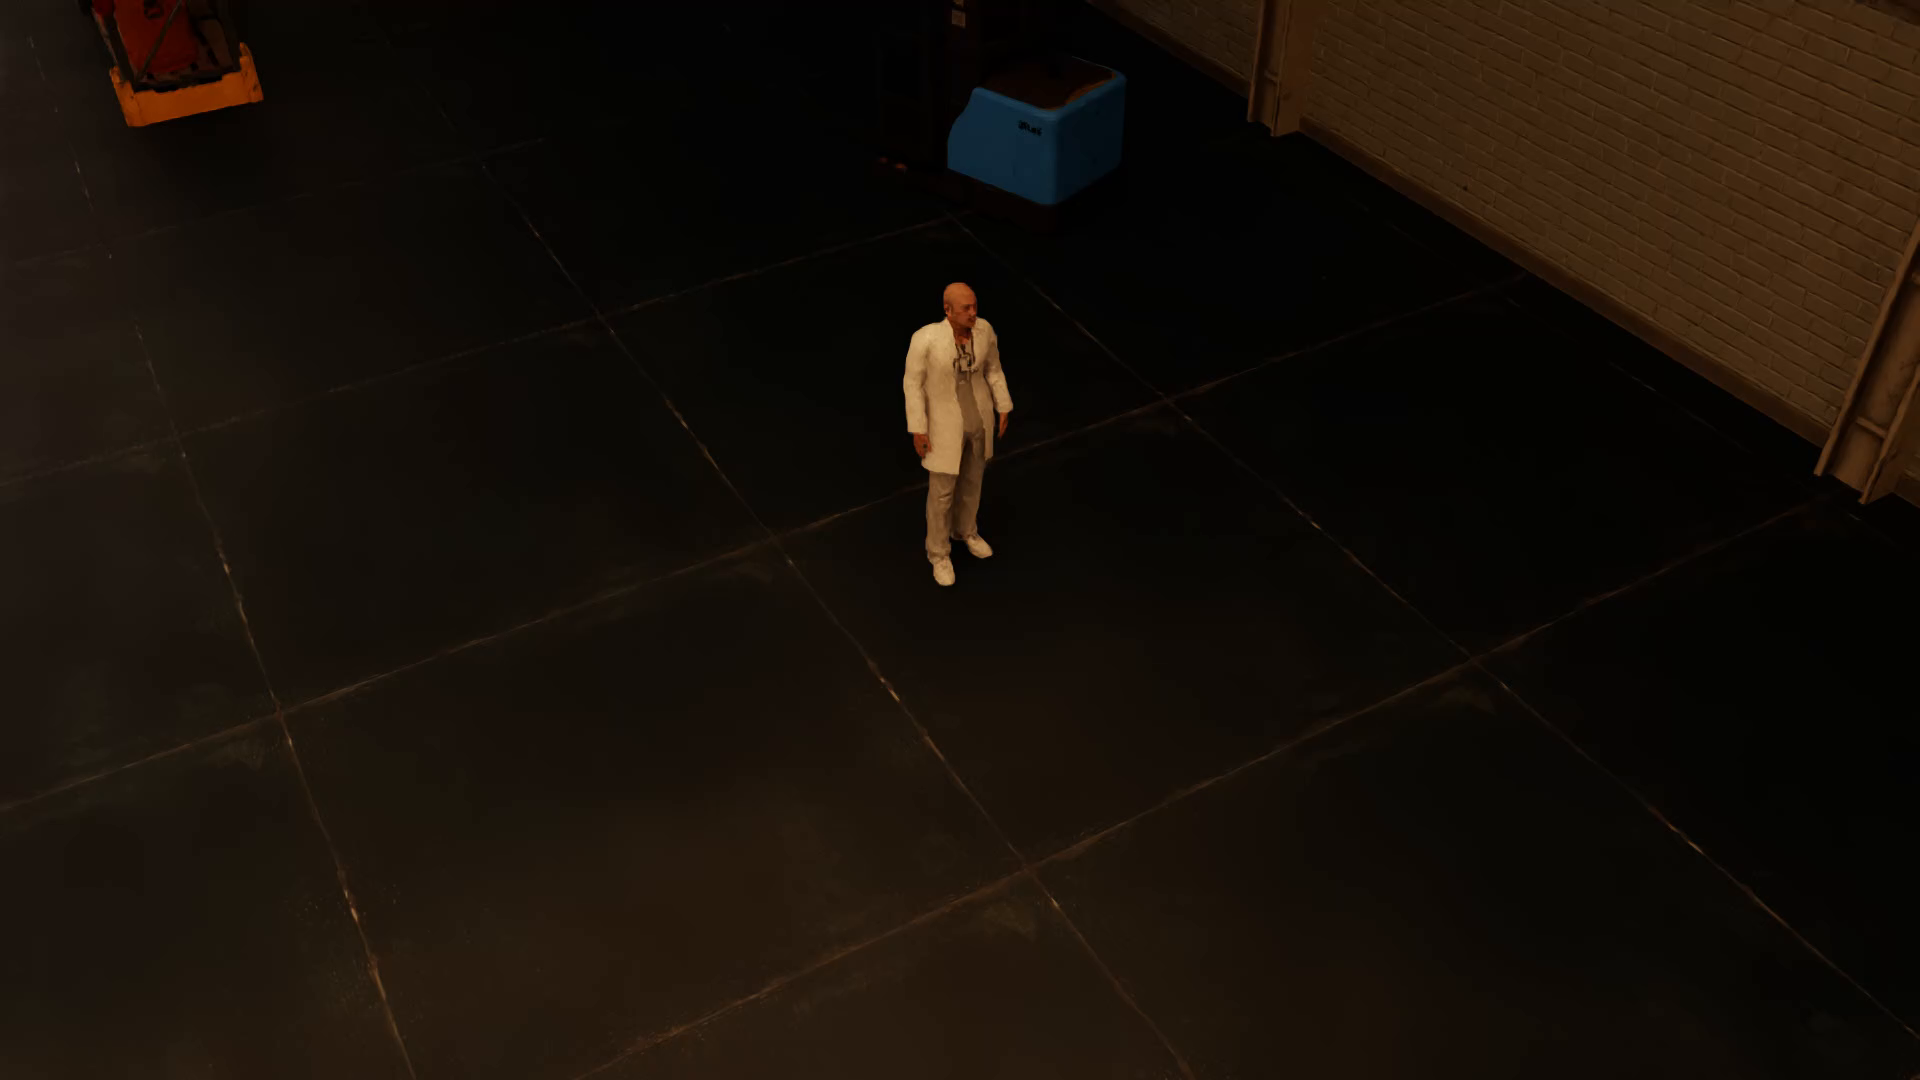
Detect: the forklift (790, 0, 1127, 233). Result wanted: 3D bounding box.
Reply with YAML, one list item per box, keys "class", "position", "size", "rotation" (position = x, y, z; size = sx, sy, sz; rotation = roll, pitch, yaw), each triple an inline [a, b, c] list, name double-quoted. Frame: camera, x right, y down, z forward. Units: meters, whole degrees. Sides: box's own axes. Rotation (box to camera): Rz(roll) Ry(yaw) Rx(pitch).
- class: "forklift"
  position: [-0.124, -4.343, 13.272]
  size: [3.031, 2.935, 1.130]
  rotation: [28, 47, 30]

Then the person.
- class: "person"
  position: [0.042, -0.638, 9.697]
  size: [0.694, 1.776, 0.579]
  rotation: [-20, 44, -23]
